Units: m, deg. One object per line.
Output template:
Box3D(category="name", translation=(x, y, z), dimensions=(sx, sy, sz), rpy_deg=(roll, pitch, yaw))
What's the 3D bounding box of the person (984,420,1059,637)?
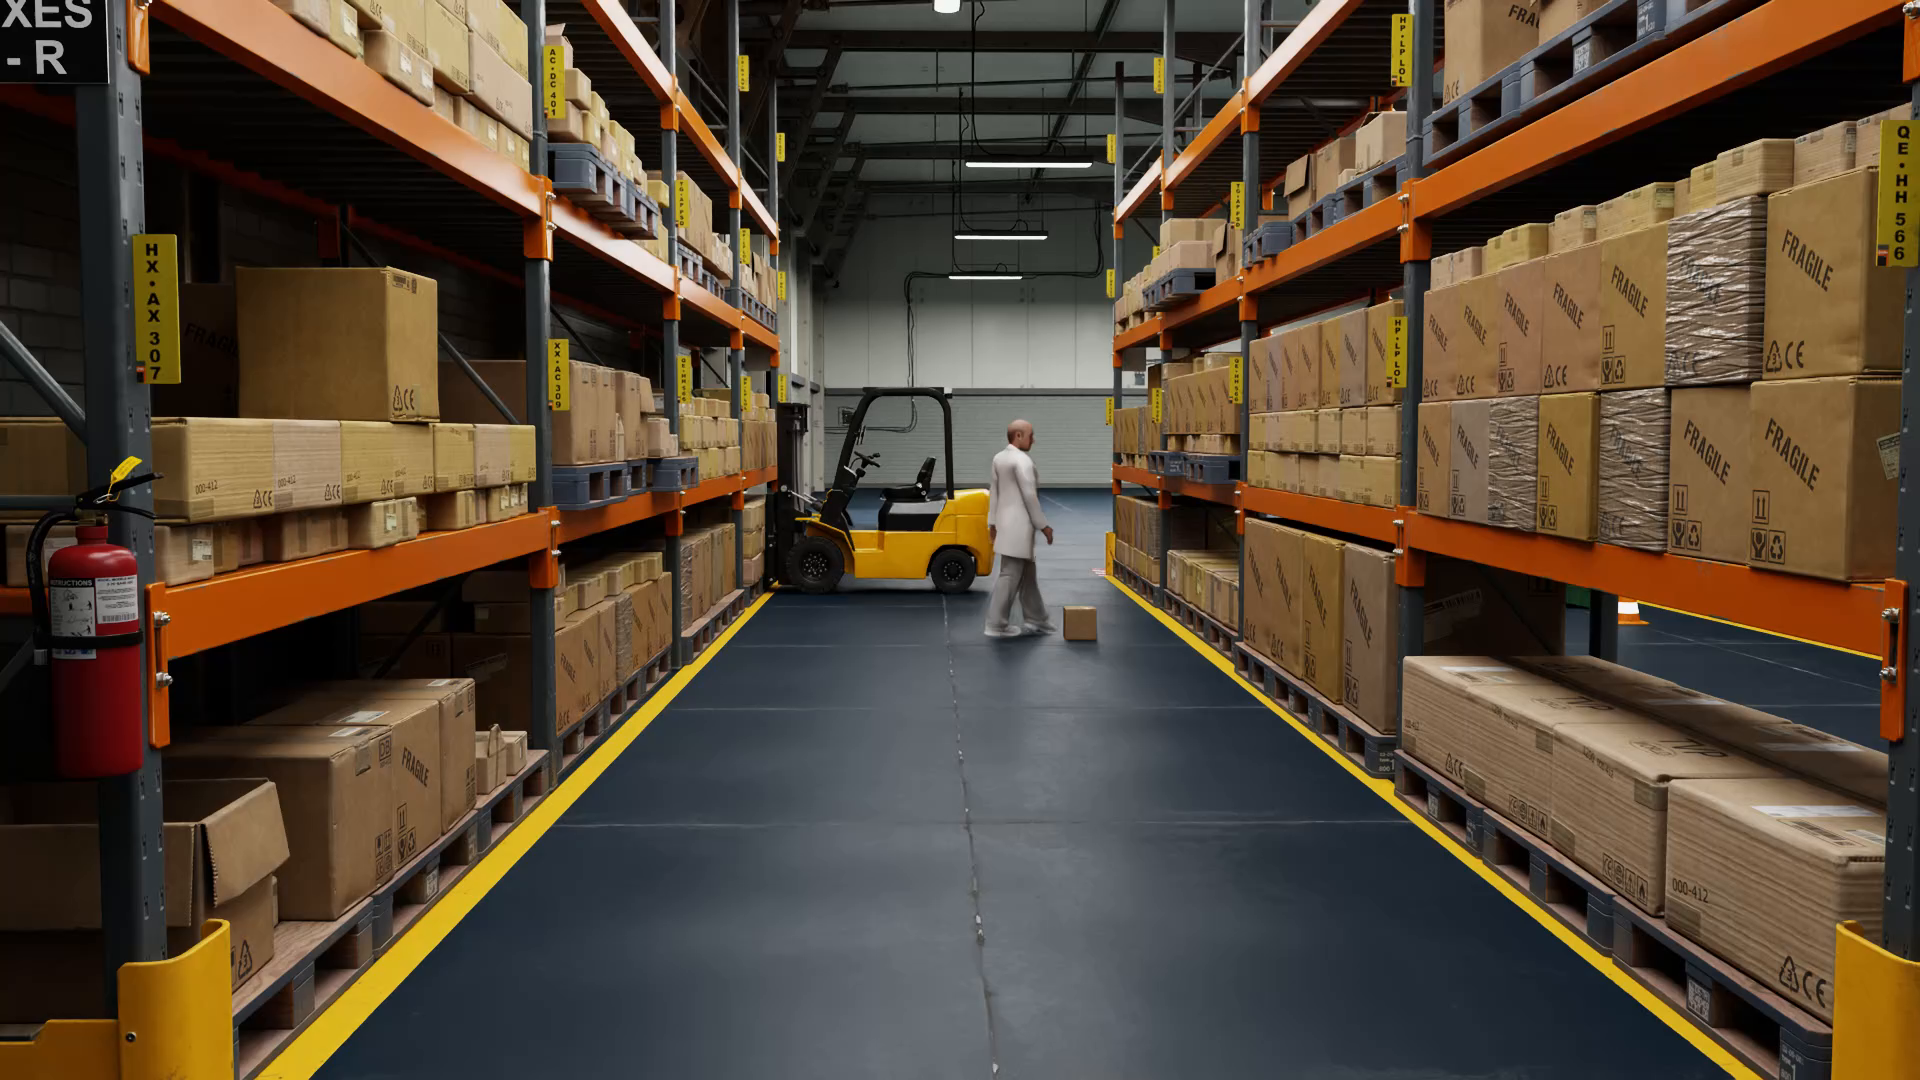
Box3D(category="person", translation=(0.553, -0.086, 13.566), dimensions=(0.774, 1.786, 0.629), rpy_deg=(-1, 4, -20))
